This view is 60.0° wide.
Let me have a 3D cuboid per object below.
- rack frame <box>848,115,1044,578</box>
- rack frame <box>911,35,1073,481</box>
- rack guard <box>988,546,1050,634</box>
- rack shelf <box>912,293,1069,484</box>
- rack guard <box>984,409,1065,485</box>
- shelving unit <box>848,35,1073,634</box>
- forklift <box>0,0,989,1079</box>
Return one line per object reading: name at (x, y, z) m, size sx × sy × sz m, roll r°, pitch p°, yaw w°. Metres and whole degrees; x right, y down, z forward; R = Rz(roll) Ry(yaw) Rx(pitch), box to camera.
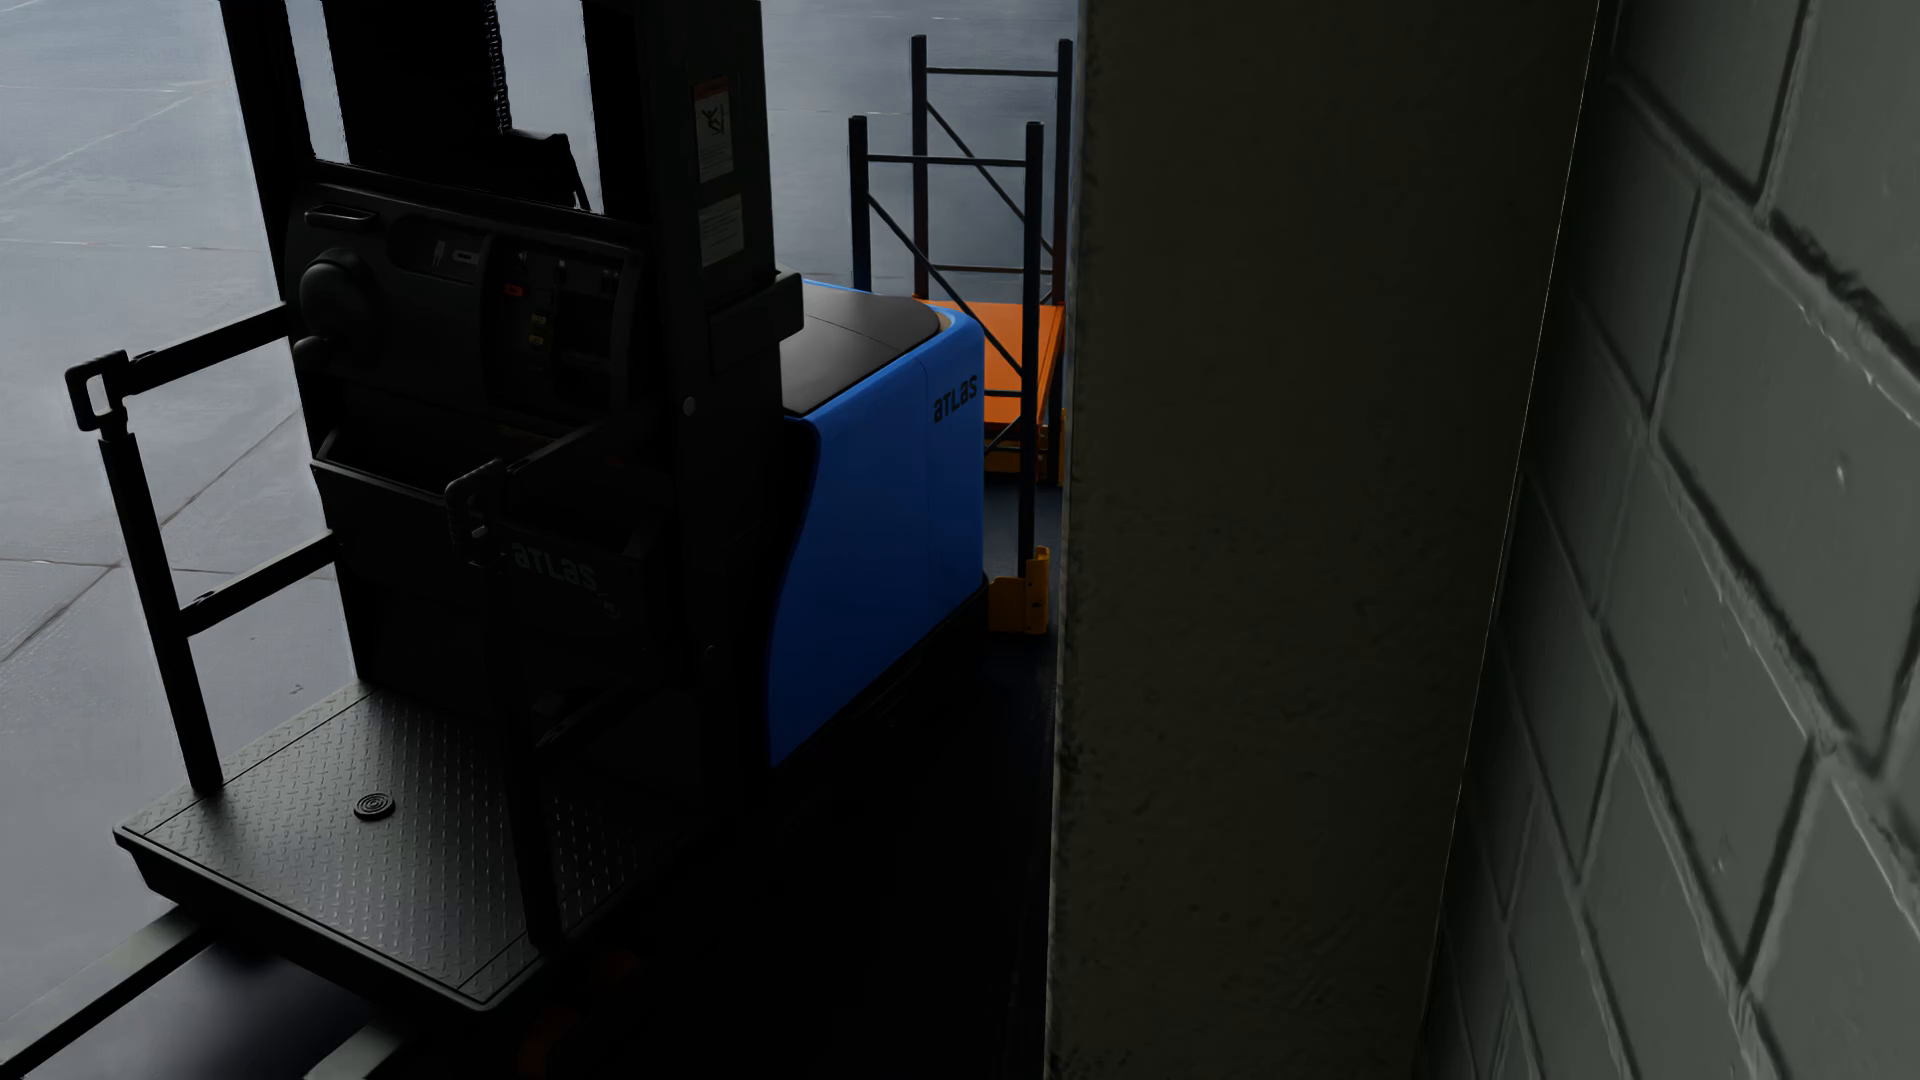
rack frame at (-0.036, -0.410, 4.594) m, size 0.500 × 1.500 × 0.032 m, roll 4°, pitch 29°, yaw 7°
rack frame at (0.099, -0.888, 5.481) m, size 0.500 × 1.500 × 0.032 m, roll 4°, pitch 29°, yaw 7°
rack guard at (-0.034, 0.131, 4.907) m, size 0.587 × 0.250 × 0.087 m, roll 4°, pitch 29°, yaw 7°
rack shelf at (0.031, -0.491, 5.123) m, size 0.538 × 0.185 × 1.000 m, roll 4°, pitch 29°, yaw 7°
rack guard at (0.098, -0.337, 5.777) m, size 0.587 × 0.250 × 0.087 m, roll 4°, pitch 29°, yaw 7°
shelving unit at (0.032, -0.653, 5.046) m, size 0.587 × 1.500 × 1.083 m, roll 4°, pitch 29°, yaw 7°
forklift at (-1.098, -0.429, 3.121) m, size 1.130 × 2.935 × 3.031 m, roll 15°, pitch 32°, yaw 26°
